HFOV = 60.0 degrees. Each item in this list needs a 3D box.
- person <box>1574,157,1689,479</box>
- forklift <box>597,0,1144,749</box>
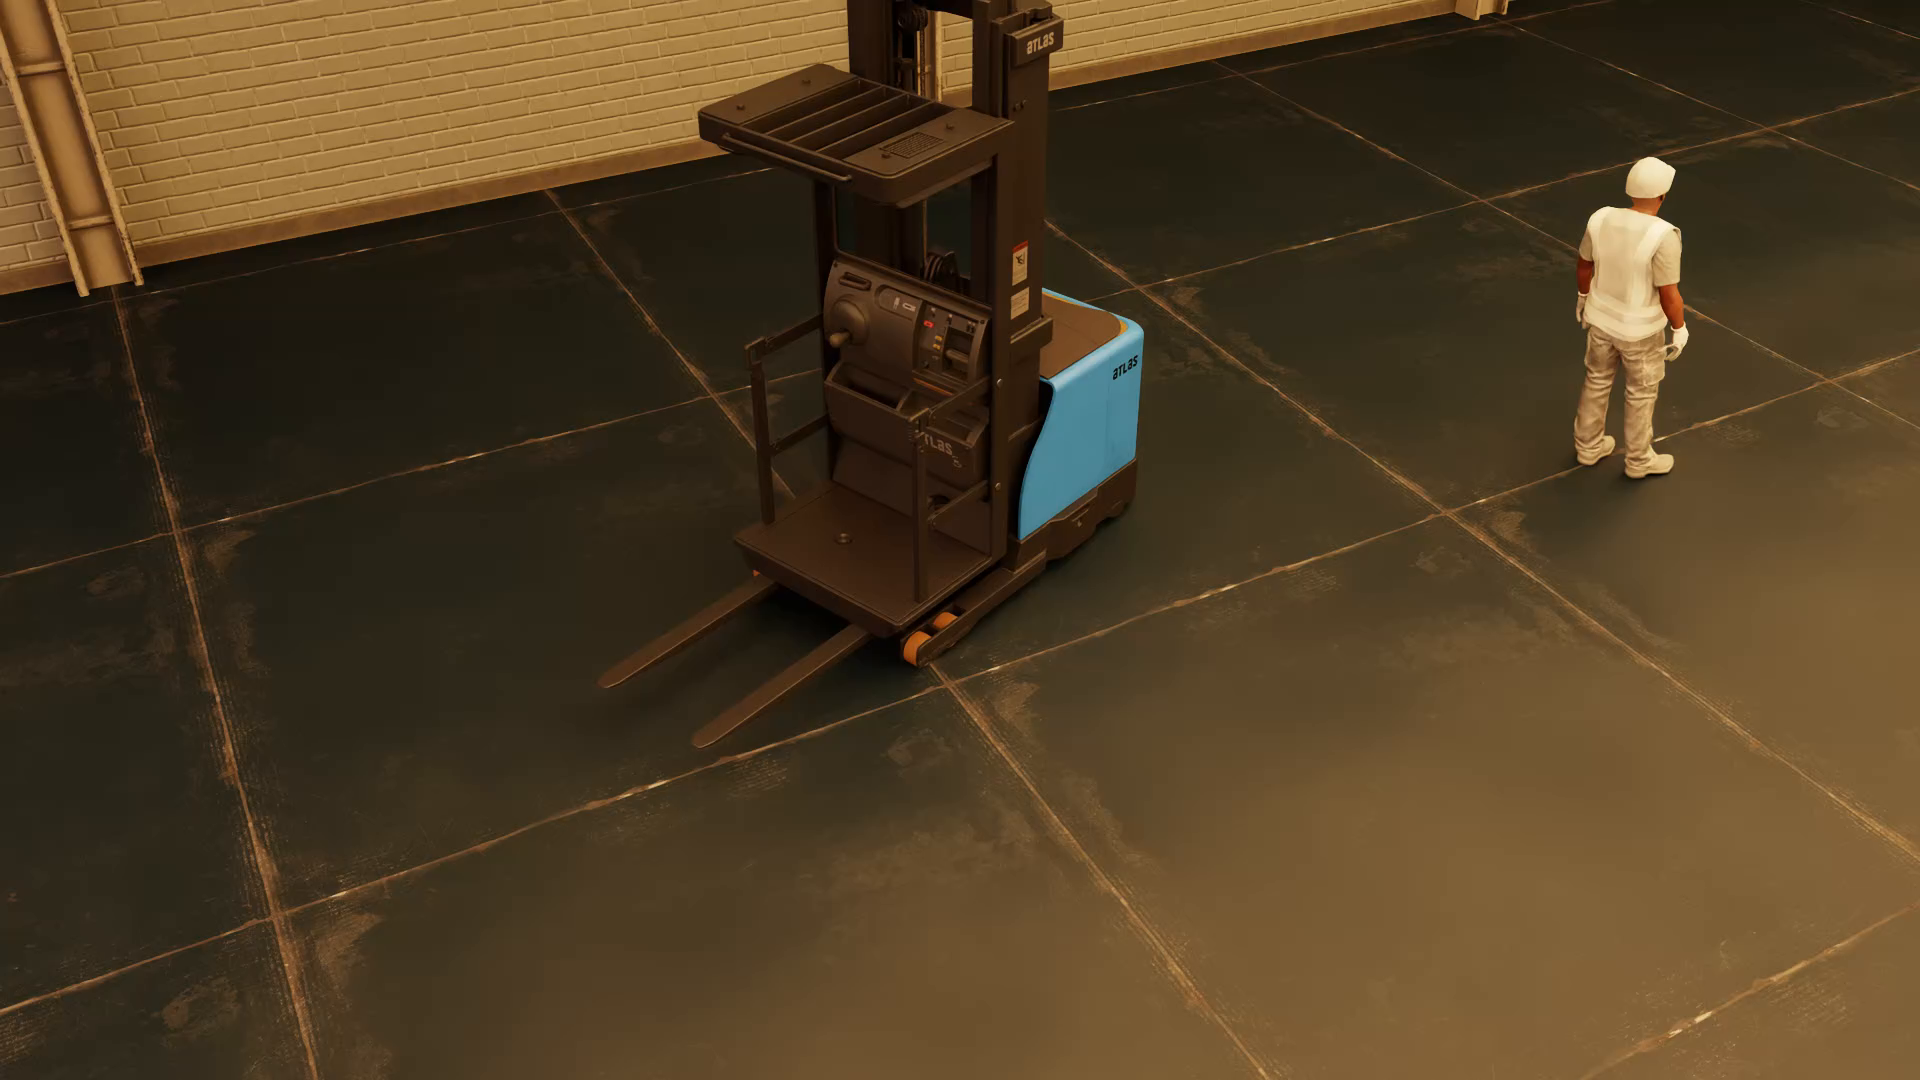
[{"bbox_3d":[3.568,-1.182,8.779,0.574,1.783,0.655,-21,40,-27],"label":"person"},{"bbox_3d":[-0.390,-0.927,7.434,1.130,2.935,3.031,26,43,31],"label":"forklift"}]
